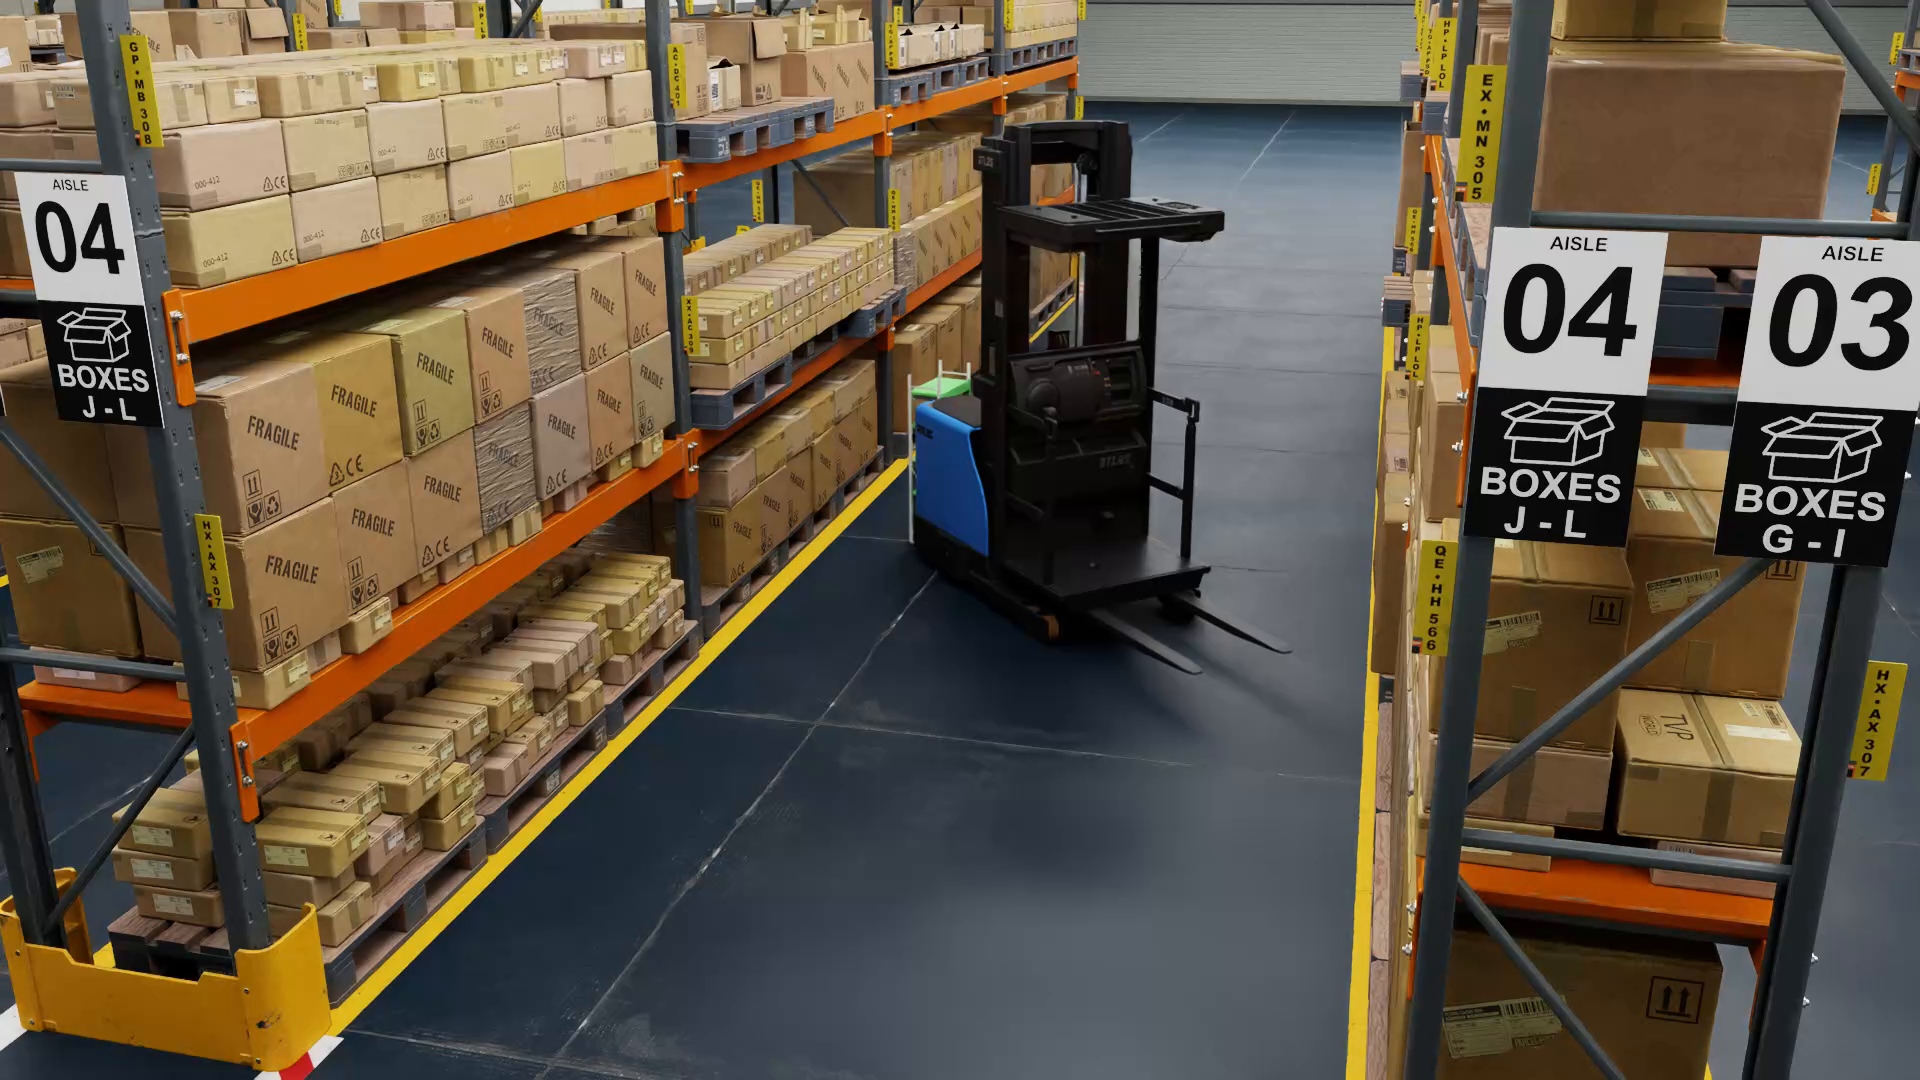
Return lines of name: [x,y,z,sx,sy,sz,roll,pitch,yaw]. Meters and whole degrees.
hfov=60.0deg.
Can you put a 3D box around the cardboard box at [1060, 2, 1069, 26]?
cardboard box: [0.944,-5.978,18.876,0.500,0.250,0.500,5,19,13]

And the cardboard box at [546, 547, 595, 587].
cardboard box: [-2.301,0.147,9.458,0.380,0.149,0.250,5,20,16]

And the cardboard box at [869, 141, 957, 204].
cardboard box: [-0.425,-3.366,15.200,0.700,0.500,0.500,5,19,14]

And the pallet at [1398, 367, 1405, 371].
pallet: [4.535,-1.334,15.267,1.003,0.211,1.213,5,19,13]

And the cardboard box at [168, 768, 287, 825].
cardboard box: [-2.993,1.049,6.817,0.380,0.149,0.250,5,19,14]

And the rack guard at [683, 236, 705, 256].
rack guard: [-3.927,-3.727,21.827,1.175,0.500,0.348,5,19,13]

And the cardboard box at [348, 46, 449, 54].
cardboard box: [-2.578,-2.189,7.657,0.380,0.149,0.250,4,19,12]

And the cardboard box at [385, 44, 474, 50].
cardboard box: [-2.535,-2.272,7.899,0.380,0.149,0.250,4,19,12]

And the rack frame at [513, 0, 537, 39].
rack frame: [-4.886,-6.519,16.853,1.000,3.000,0.127,5,19,13]

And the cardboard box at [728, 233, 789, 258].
cardboard box: [-1.467,-2.138,12.126,0.380,0.149,0.250,5,19,13]

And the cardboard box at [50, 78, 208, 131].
cardboard box: [-2.693,-1.417,5.398,0.380,0.149,0.250,4,19,13]

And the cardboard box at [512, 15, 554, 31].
cardboard box: [-4.493,-5.431,17.463,0.380,0.149,0.250,4,19,12]

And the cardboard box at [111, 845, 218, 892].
cardboard box: [-3.141,1.262,6.654,0.380,0.149,0.250,4,19,12]

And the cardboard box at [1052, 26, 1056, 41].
cardboard box: [0.852,-5.592,18.364,0.380,0.149,0.250,5,19,14]

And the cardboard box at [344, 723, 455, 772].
cardboard box: [-2.419,0.922,7.187,0.380,0.149,0.250,4,19,11]

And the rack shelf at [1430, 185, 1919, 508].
rack shelf: [2.280,-0.843,5.986,1.077,0.370,4.000,5,19,13]

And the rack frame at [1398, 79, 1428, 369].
rack frame: [4.724,-2.898,15.531,1.000,3.000,0.127,5,19,13]

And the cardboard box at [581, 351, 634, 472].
cardboard box: [-1.988,-0.665,8.380,0.500,0.500,0.500,4,19,12]

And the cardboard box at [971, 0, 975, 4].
cardboard box: [-0.035,-5.703,17.453,0.380,0.149,0.250,5,19,14]

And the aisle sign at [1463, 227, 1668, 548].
aisle sign: [1.483,-0.368,4.102,0.394,0.787,0.004,5,19,13]

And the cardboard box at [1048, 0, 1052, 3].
cardboard box: [0.790,-5.889,17.997,0.380,0.149,0.250,5,19,14]

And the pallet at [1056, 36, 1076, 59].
pallet: [0.745,-5.719,19.287,1.003,0.211,1.213,5,19,13]

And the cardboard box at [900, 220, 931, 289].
cardboard box: [-0.546,-2.394,13.901,0.500,0.500,0.500,4,19,13]

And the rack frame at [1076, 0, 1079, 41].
rack frame: [0.916,-7.414,19.471,1.000,3.000,0.127,5,19,13]

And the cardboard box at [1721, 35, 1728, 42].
cardboard box: [2.500,-1.685,6.380,0.700,0.500,0.500,6,20,16]

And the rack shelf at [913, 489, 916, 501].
rack shelf: [-0.140,-0.321,11.712,0.258,0.148,0.480,8,21,23]

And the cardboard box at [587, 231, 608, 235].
cardboard box: [-4.361,-3.265,19.051,0.500,0.500,0.500,5,20,16]

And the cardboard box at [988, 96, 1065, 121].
cardboard box: [0.743,-4.864,19.385,0.875,0.550,0.550,5,19,13]

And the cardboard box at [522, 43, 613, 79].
cardboard box: [-1.901,-2.304,7.994,0.380,0.149,0.250,5,19,13]

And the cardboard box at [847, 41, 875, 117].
cardboard box: [-0.932,-3.335,12.016,0.500,0.500,0.500,5,19,13]

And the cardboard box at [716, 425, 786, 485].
cardboard box: [-1.452,-0.562,10.751,0.500,0.250,0.500,5,20,15]

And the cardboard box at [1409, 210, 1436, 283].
cardboard box: [3.879,-2.245,12.817,0.700,0.500,0.500,8,20,21]

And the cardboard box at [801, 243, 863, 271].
cardboard box: [-0.903,-1.994,11.705,0.380,0.149,0.250,5,20,15]

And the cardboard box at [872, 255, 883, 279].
cardboard box: [-0.781,-2.014,12.221,0.380,0.149,0.250,5,20,15]

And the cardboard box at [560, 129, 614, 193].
cardboard box: [-2.007,-1.832,8.001,0.500,0.250,0.500,5,19,13]

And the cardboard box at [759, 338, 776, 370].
cardboard box: [-1.347,-1.146,10.142,0.380,0.149,0.250,5,19,14]

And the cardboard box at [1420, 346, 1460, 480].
cardboard box: [2.276,-0.531,7.214,0.500,0.500,0.500,5,19,13]

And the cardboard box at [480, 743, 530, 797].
cardboard box: [-2.232,1.054,7.721,0.380,0.149,0.250,4,19,11]

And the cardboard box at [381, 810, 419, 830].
cardboard box: [-2.521,1.141,7.008,0.380,0.149,0.250,5,19,14]

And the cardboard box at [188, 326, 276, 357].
cardboard box: [-2.999,-0.543,6.475,0.500,0.500,0.500,4,19,12]

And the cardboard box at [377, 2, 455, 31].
cardboard box: [-5.132,-4.951,15.710,0.500,0.250,0.500,5,19,14]

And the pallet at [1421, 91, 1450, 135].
pallet: [3.640,-2.768,10.803,1.213,0.211,1.003,6,20,16]

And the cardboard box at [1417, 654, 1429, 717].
cardboard box: [1.777,0.462,5.467,0.500,0.250,0.500,4,19,12]

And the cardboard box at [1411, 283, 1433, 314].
cardboard box: [3.240,-1.399,10.987,0.500,0.500,0.500,4,19,12]

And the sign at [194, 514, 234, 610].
sign: [-2.467,0.073,5.494,0.100,0.325,0.005,5,19,13]

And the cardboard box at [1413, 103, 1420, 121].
cardboard box: [5.052,-4.349,17.618,0.500,0.500,0.500,5,19,13]

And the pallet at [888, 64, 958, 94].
pallet: [-0.663,-3.954,14.276,1.003,0.211,1.213,6,20,16]

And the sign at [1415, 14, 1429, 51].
sign: [4.195,-4.602,15.081,0.100,0.325,0.005,5,19,13]

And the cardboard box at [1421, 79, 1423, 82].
cardboard box: [4.582,-4.410,15.549,0.500,0.250,0.500,5,20,15]

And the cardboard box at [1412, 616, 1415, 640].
cardboard box: [1.933,0.365,6.366,0.380,0.149,0.250,5,19,14]

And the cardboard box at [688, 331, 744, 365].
cardboard box: [-1.474,-1.122,9.609,0.380,0.149,0.250,5,19,14]

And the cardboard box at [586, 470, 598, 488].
cardboard box: [-2.069,-0.343,8.440,0.380,0.149,0.250,4,19,12]

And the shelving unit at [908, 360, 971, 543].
shelving unit: [-0.140,-0.609,11.614,0.258,1.200,0.503,8,21,23]

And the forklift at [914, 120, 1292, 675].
forklift: [0.829,-0.941,9.909,1.130,2.935,3.031,-10,21,-27]
